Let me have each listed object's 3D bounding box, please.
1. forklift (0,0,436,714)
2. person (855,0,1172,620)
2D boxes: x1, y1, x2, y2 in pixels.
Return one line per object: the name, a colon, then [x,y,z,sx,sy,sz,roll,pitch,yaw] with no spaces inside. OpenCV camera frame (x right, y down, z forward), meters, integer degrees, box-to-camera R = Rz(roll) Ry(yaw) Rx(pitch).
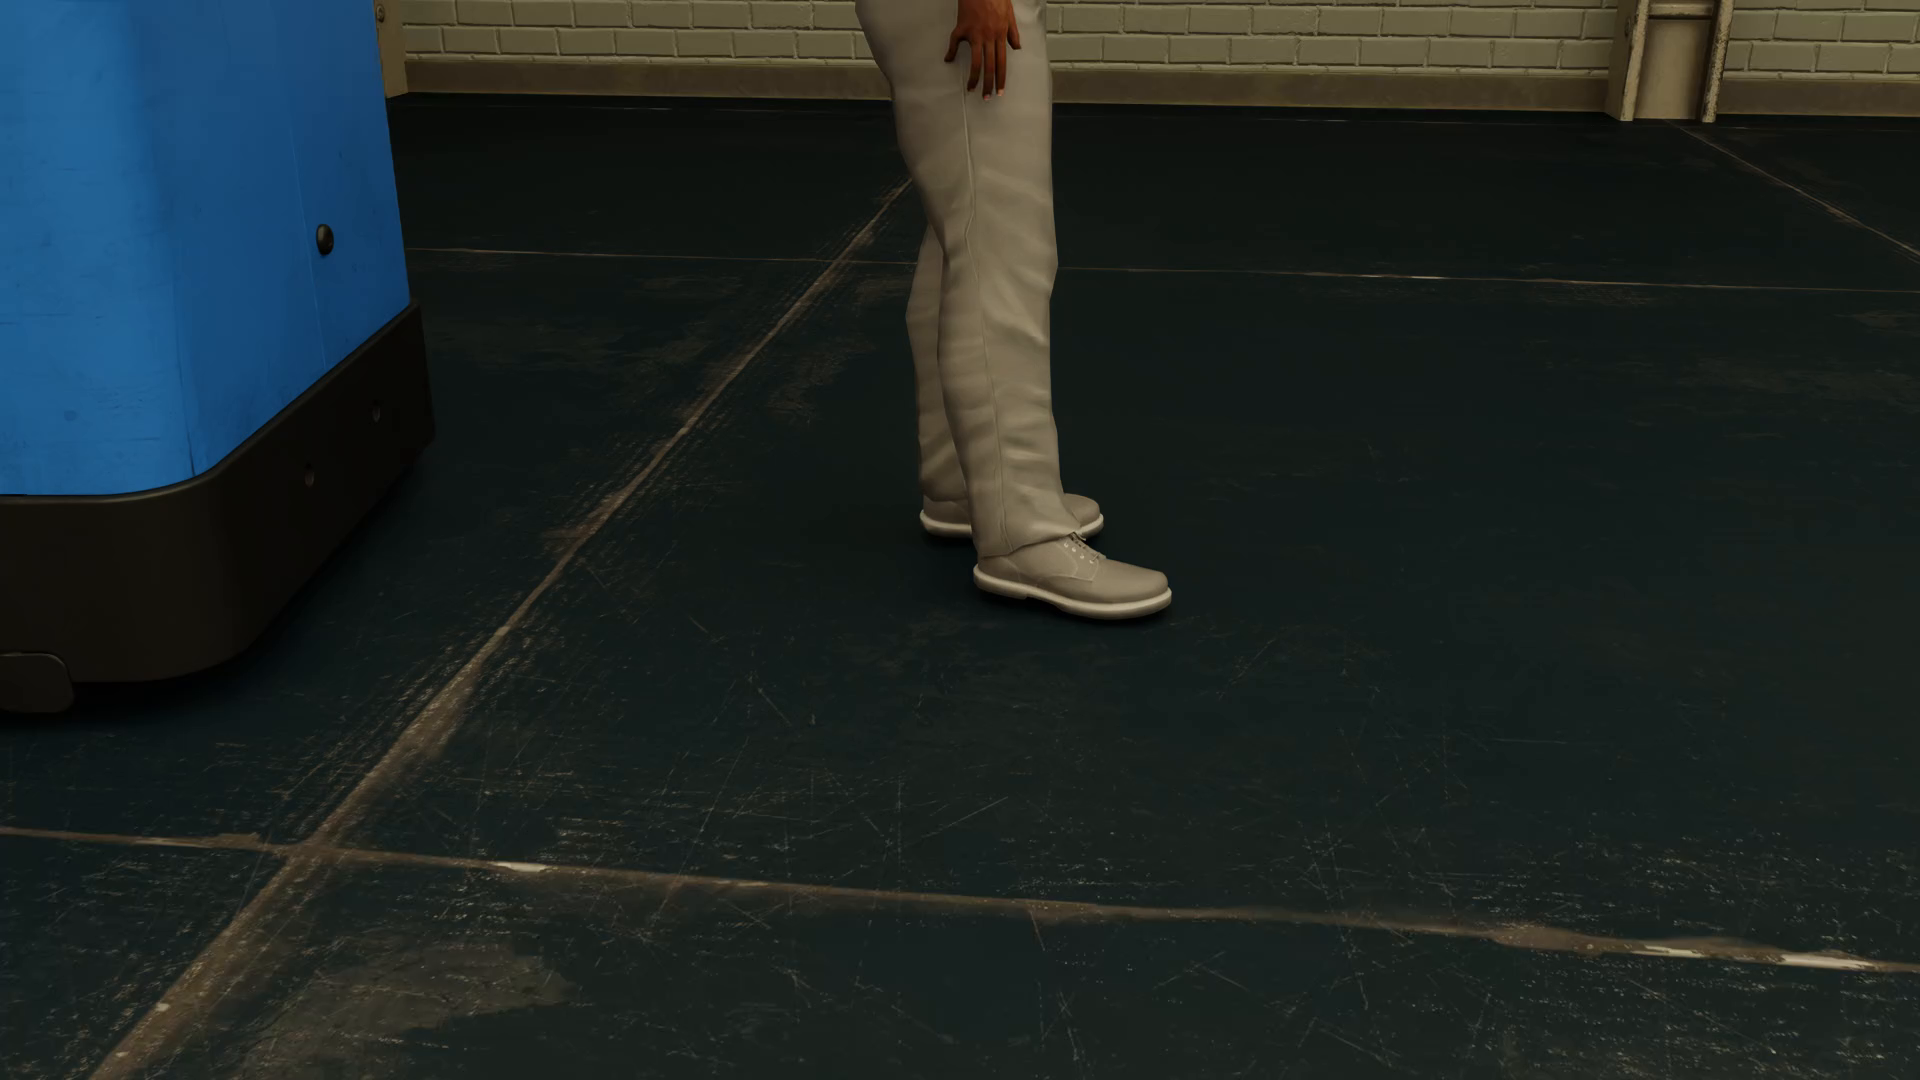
forklift: [-2.435,-1.306,1.997,3.031,2.935,1.130,0,22,-1]
person: [0.072,-0.782,2.331,0.530,1.695,0.570,3,22,7]
